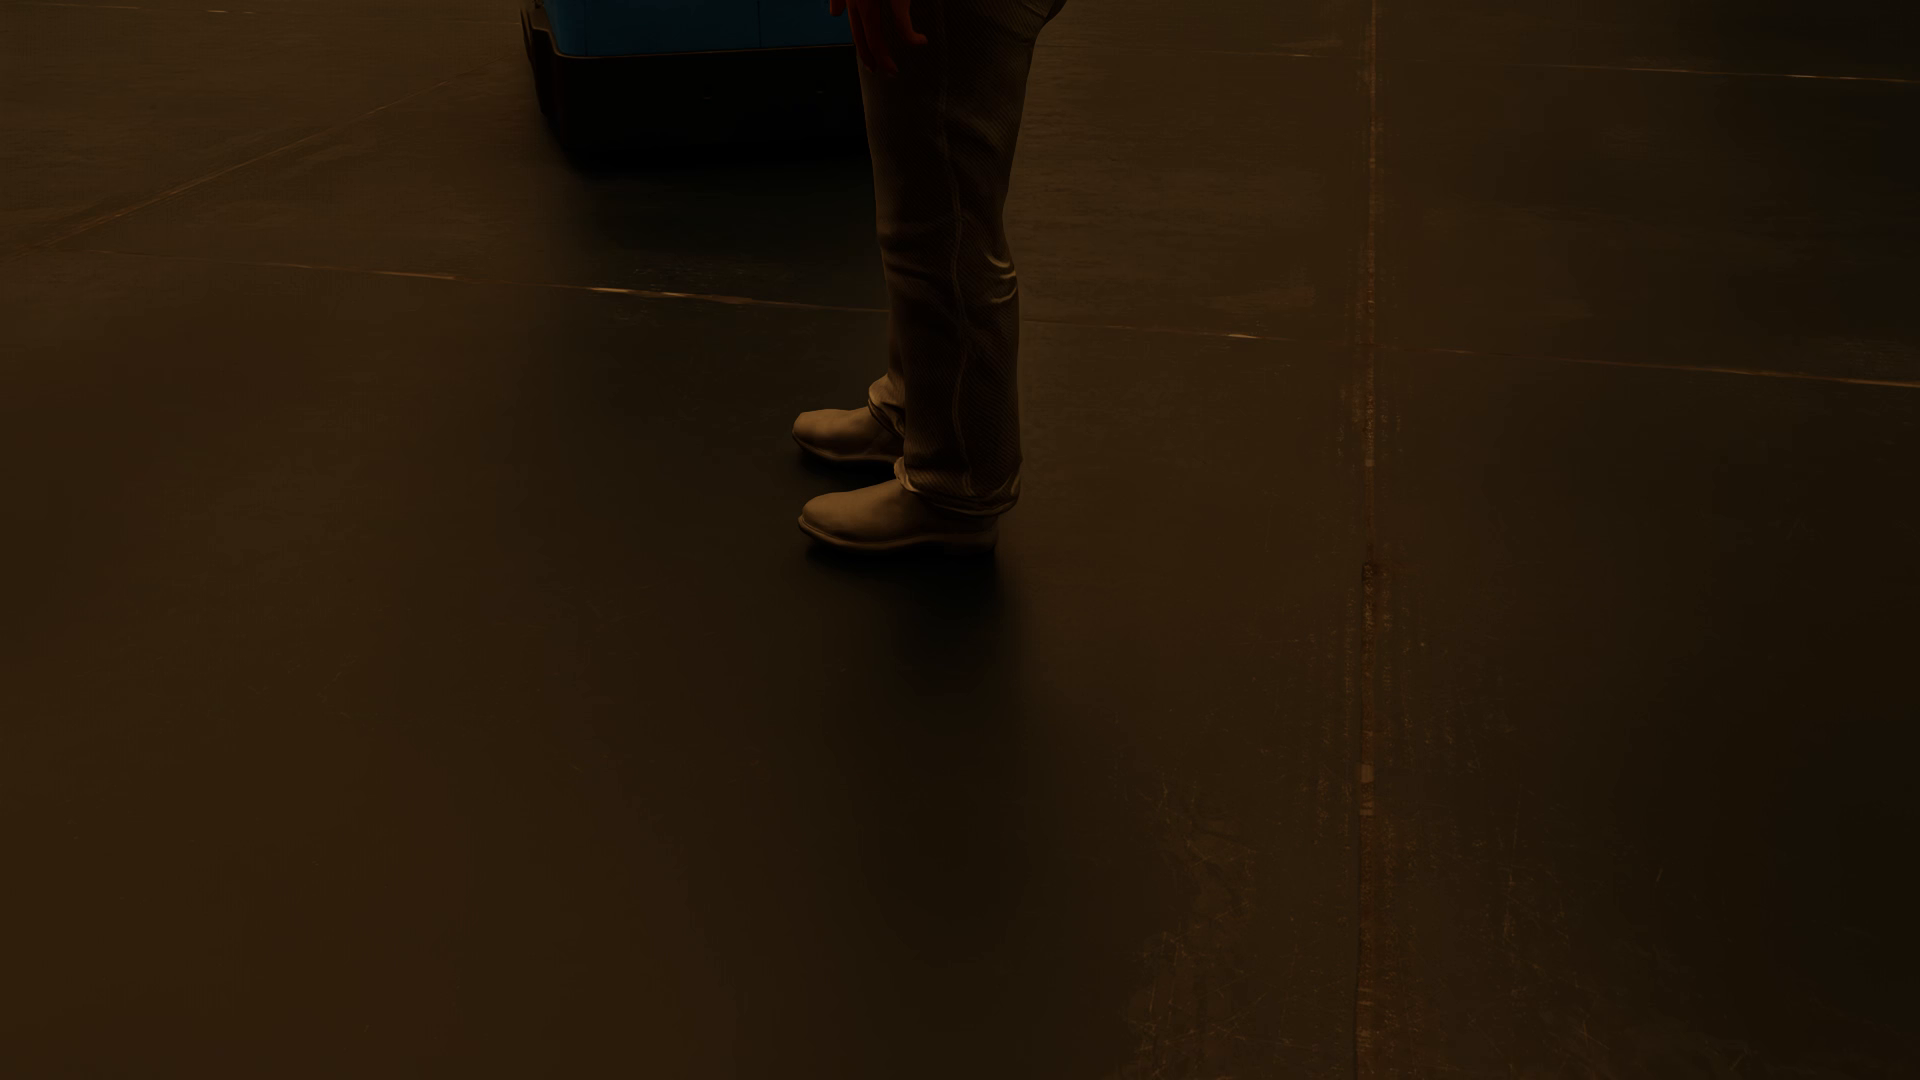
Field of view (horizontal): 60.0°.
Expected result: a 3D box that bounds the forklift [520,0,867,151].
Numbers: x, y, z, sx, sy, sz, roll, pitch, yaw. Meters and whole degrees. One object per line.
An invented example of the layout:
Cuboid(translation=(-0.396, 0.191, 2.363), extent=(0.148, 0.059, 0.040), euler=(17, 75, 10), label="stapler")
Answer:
Cuboid(translation=(-0.927, -2.973, 5.140), extent=(1.130, 2.935, 3.031), euler=(-7, 28, -14), label="forklift")

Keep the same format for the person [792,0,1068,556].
Cuboid(translation=(-0.060, -0.808, 2.116), extent=(0.566, 1.775, 0.634), euler=(6, 27, 11), label="person")
